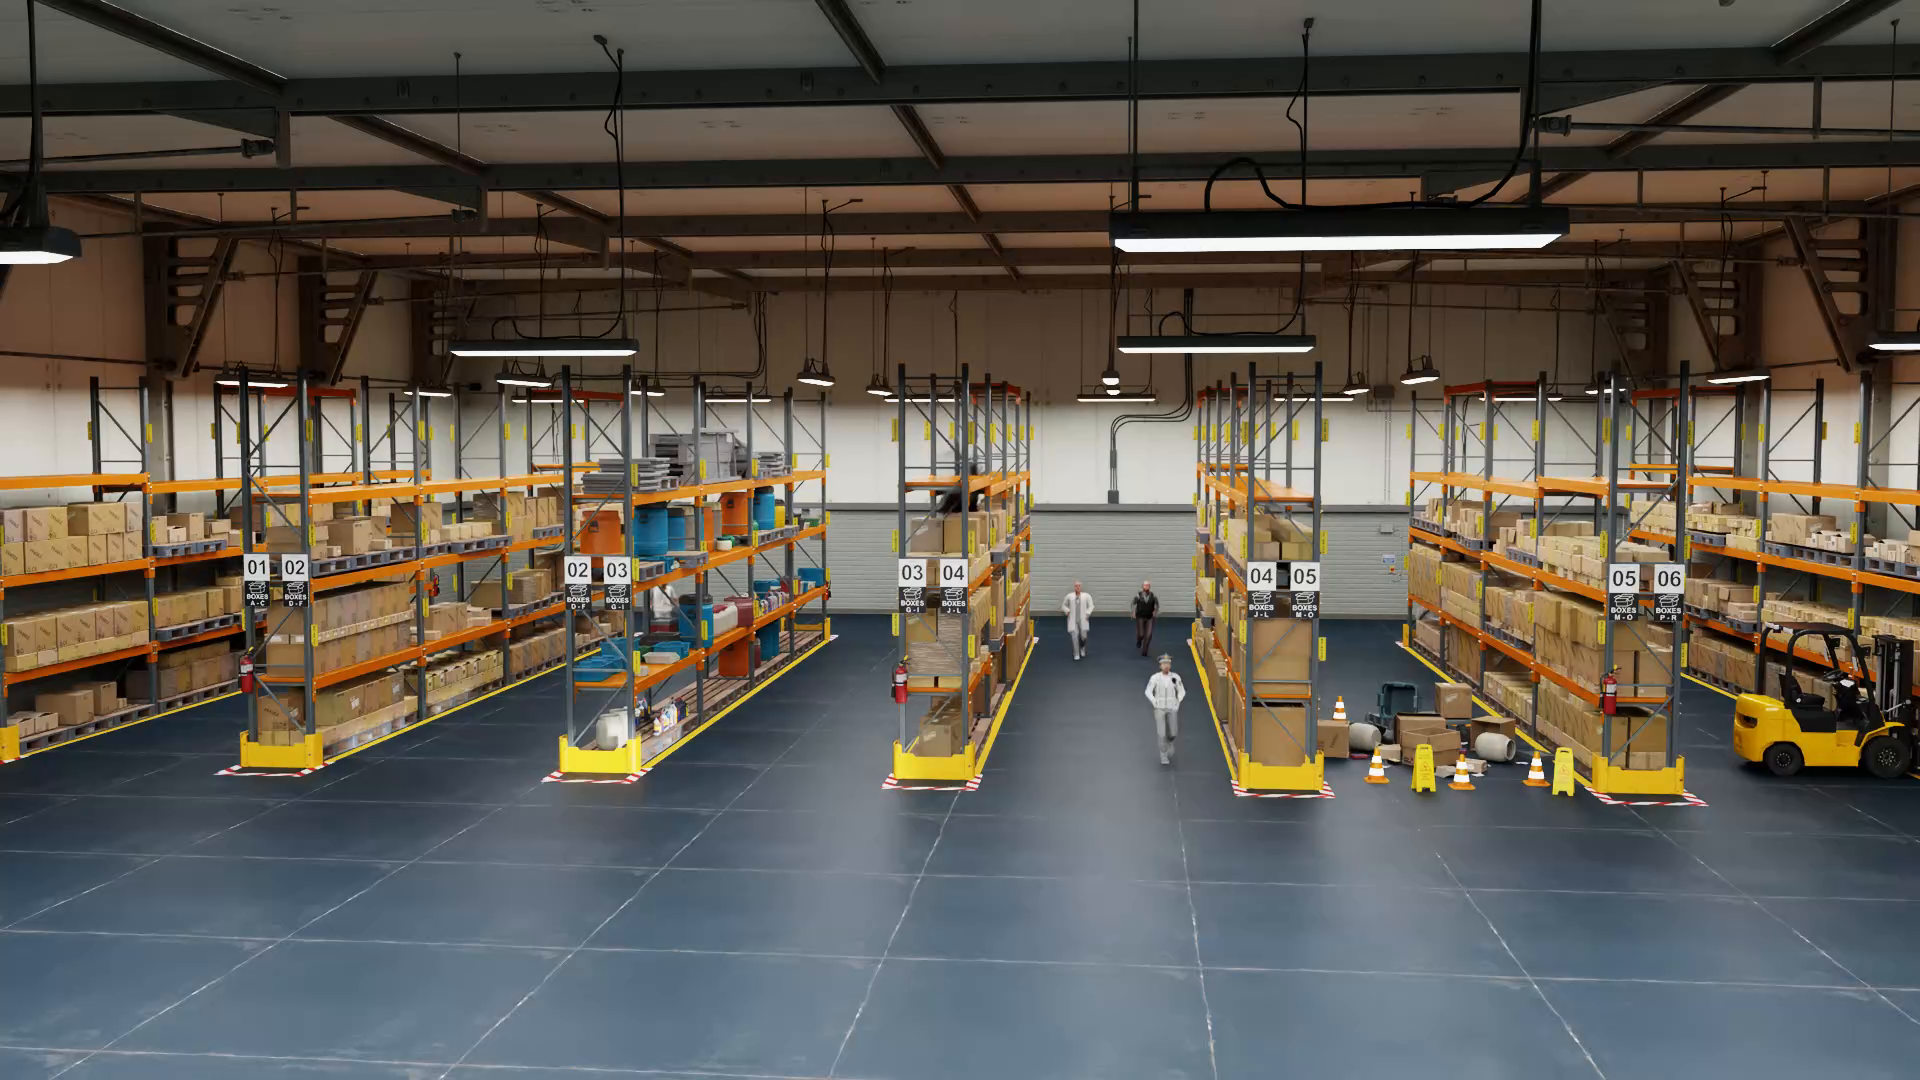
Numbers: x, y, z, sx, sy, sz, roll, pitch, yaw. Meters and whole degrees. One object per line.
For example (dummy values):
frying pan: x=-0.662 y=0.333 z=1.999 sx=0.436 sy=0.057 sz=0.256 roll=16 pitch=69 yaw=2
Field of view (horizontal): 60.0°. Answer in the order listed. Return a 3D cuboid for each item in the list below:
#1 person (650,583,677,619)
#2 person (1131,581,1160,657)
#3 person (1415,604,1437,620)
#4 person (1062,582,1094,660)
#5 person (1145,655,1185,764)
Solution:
person: x=-6.850 y=1.659 z=38.225 sx=0.666 sy=1.760 sz=0.674 roll=0 pitch=4 yaw=-7
person: x=4.180 y=1.770 z=37.476 sx=0.661 sy=1.683 sz=0.597 roll=0 pitch=4 yaw=0
person: x=11.278 y=1.543 z=40.376 sx=0.889 sy=1.725 sz=0.727 roll=4 pitch=5 yaw=44
person: x=2.598 y=1.781 z=36.693 sx=0.706 sy=1.726 sz=0.663 roll=0 pitch=4 yaw=4
person: x=3.121 y=2.561 z=25.267 sx=0.612 sy=1.636 sz=0.563 roll=0 pitch=4 yaw=2
